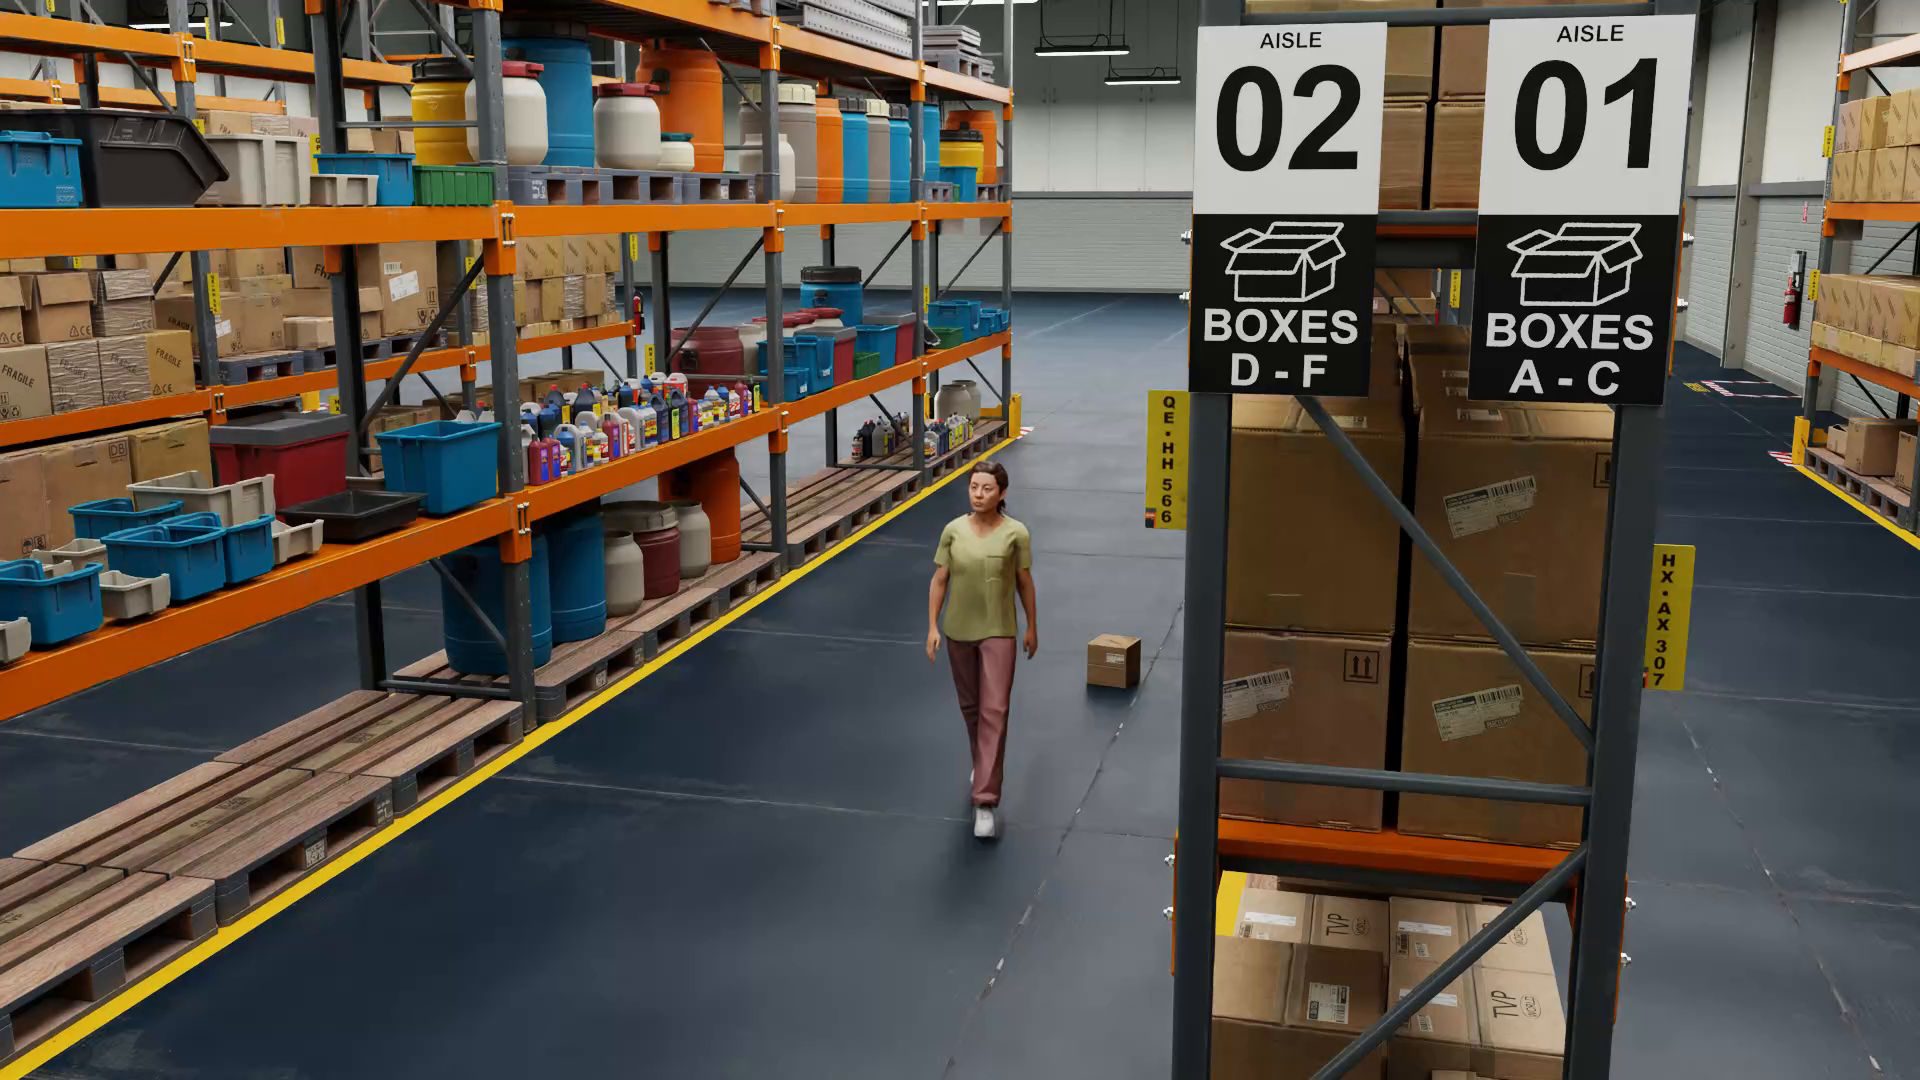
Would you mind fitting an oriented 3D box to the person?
[{"bbox_3d":[0.074,0.446,7.709,0.475,1.616,0.972,3,12,15],"label":"person"}]
